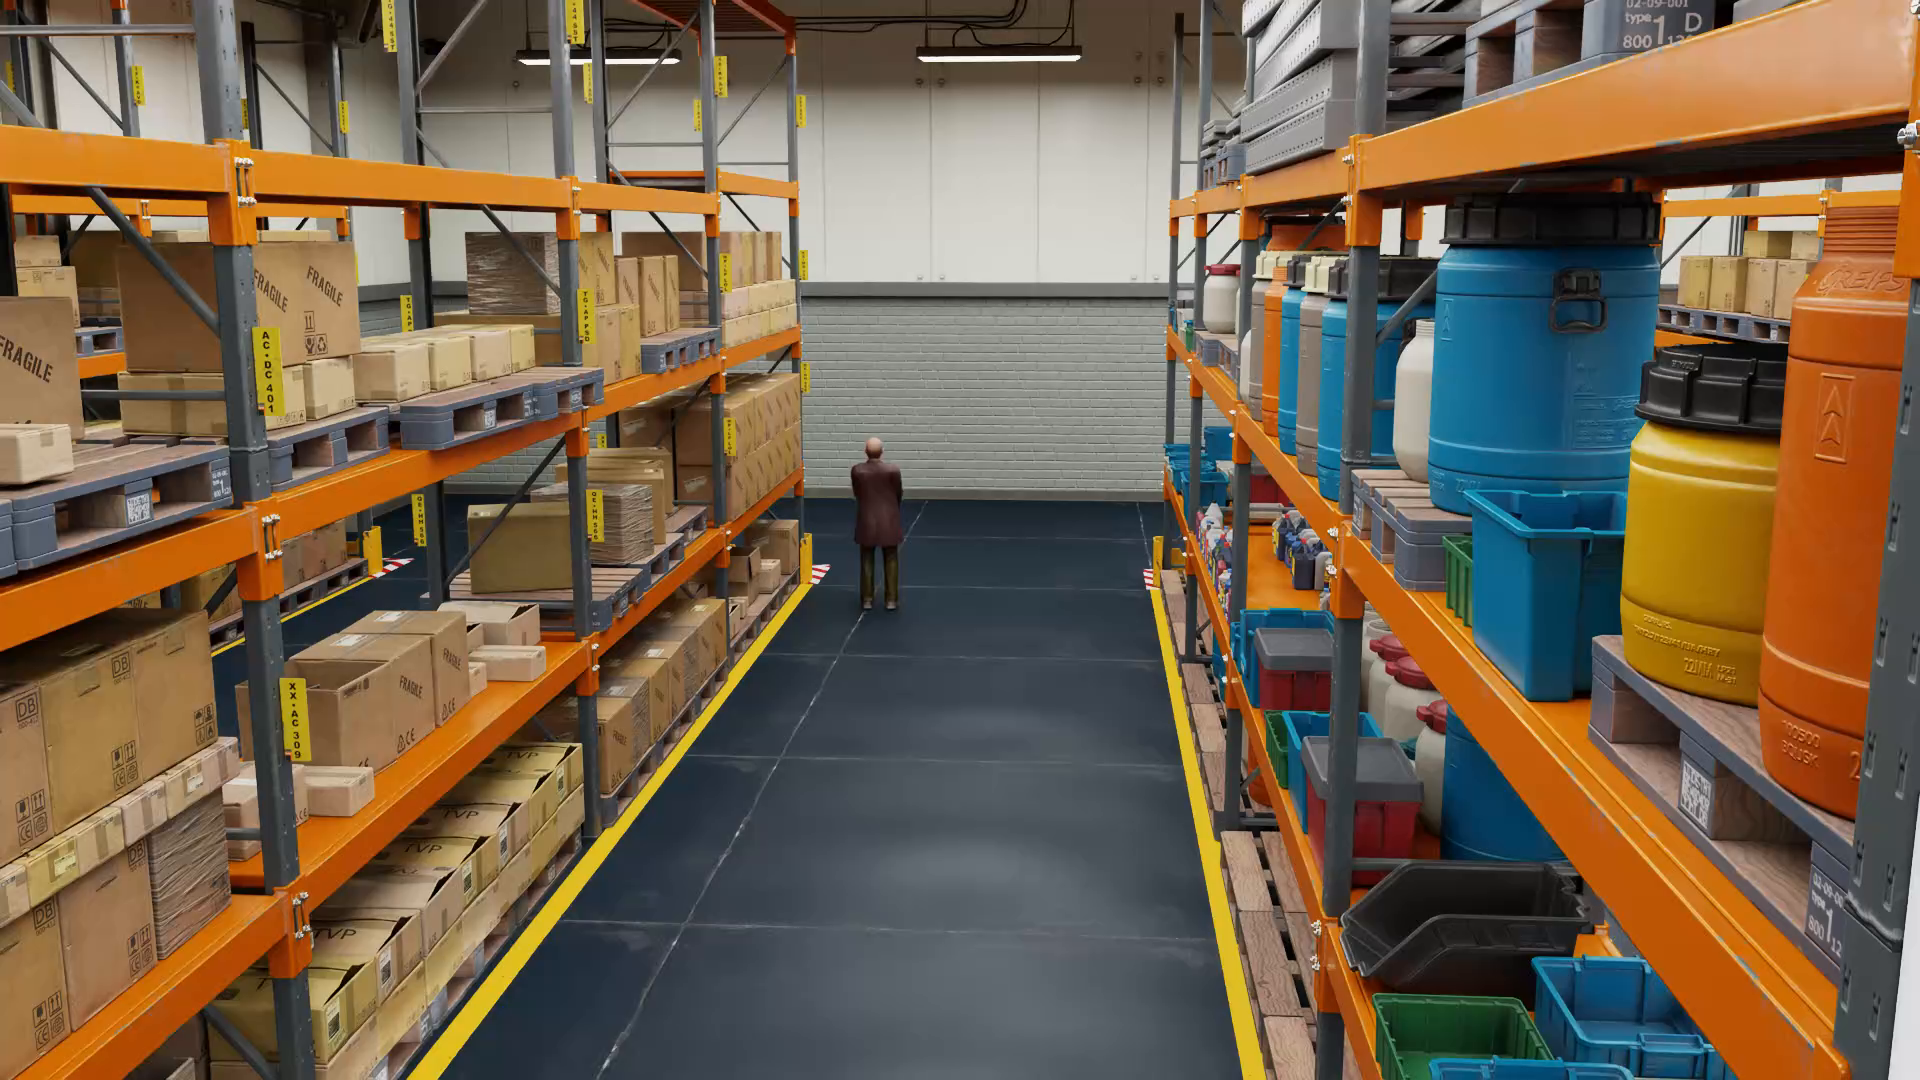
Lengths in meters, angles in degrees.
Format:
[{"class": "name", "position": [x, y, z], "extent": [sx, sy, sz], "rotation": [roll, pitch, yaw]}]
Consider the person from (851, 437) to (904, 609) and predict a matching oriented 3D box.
[{"class": "person", "position": [-0.834, -0.198, 17.040], "extent": [0.531, 1.769, 0.555], "rotation": [1, 11, 4]}]
